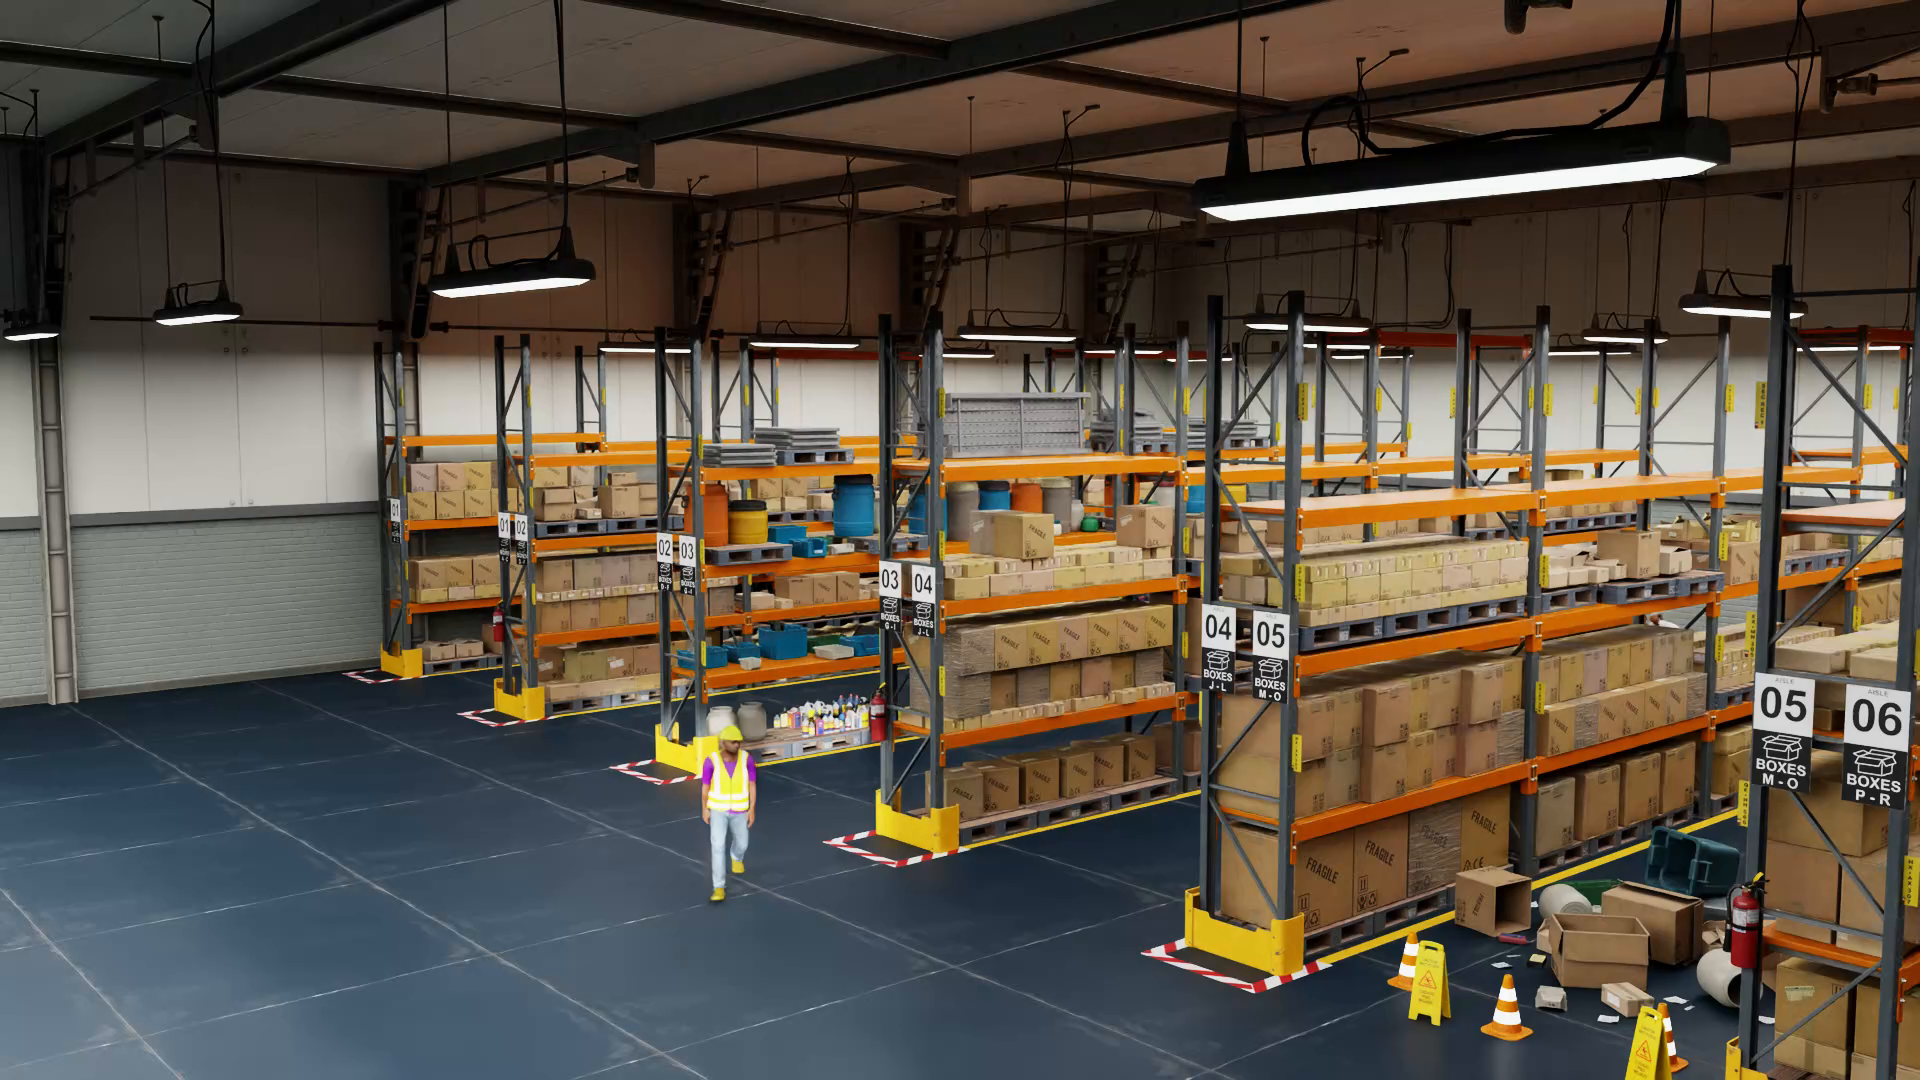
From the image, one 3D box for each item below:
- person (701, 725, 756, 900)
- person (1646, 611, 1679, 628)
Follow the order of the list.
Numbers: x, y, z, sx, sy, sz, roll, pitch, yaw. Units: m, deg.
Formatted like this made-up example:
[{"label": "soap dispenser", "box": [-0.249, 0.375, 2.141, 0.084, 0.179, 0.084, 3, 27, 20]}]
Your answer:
[{"label": "person", "box": [-2.386, 2.752, 17.175, 0.560, 1.711, 0.994, -2, 6, -19]}, {"label": "person", "box": [11.589, 1.890, 27.369, 0.743, 1.577, 0.649, -3, 6, -32]}]
